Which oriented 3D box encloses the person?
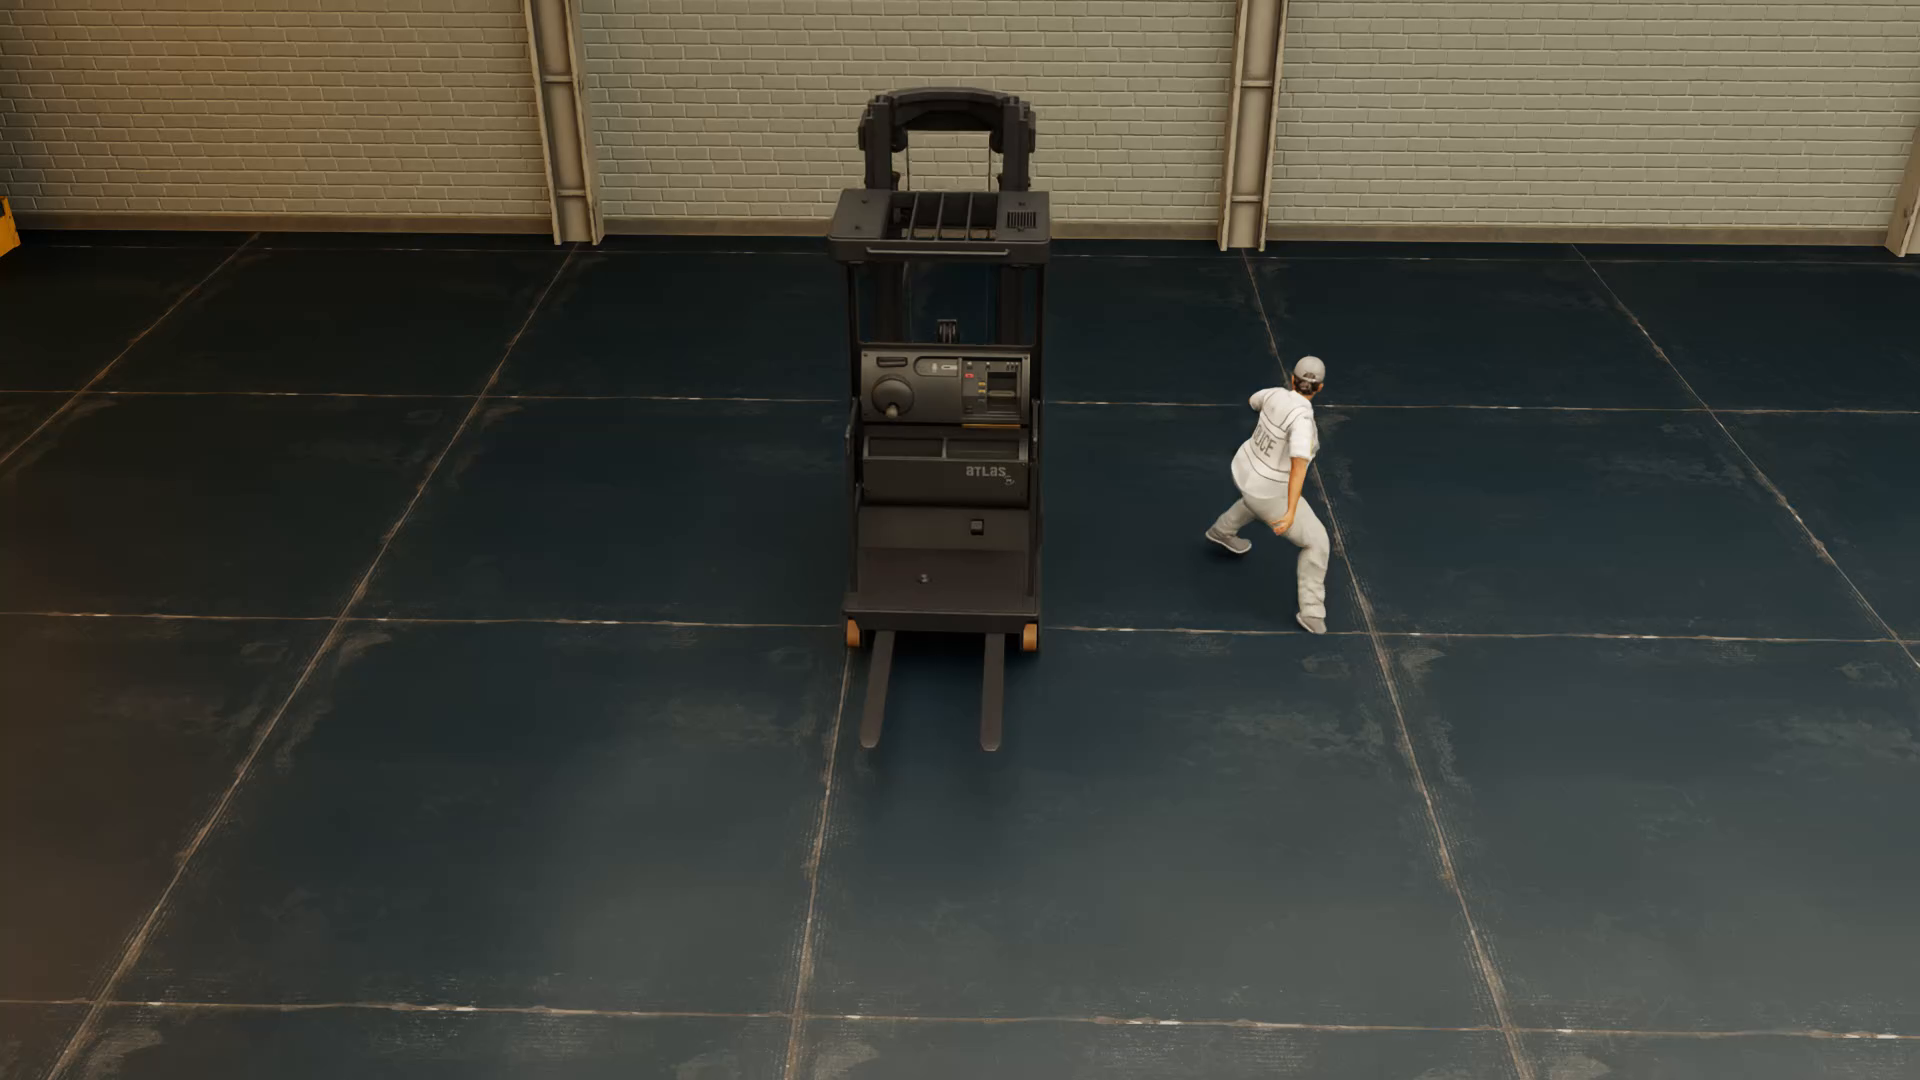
[{"bbox_3d":[1.857,-0.285,9.607,0.530,1.611,1.083,-5,31,-8],"label":"person"}]

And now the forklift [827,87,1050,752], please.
[{"bbox_3d":[-0.088,-0.796,8.965,1.130,2.935,3.031,1,31,2],"label":"forklift"}]
